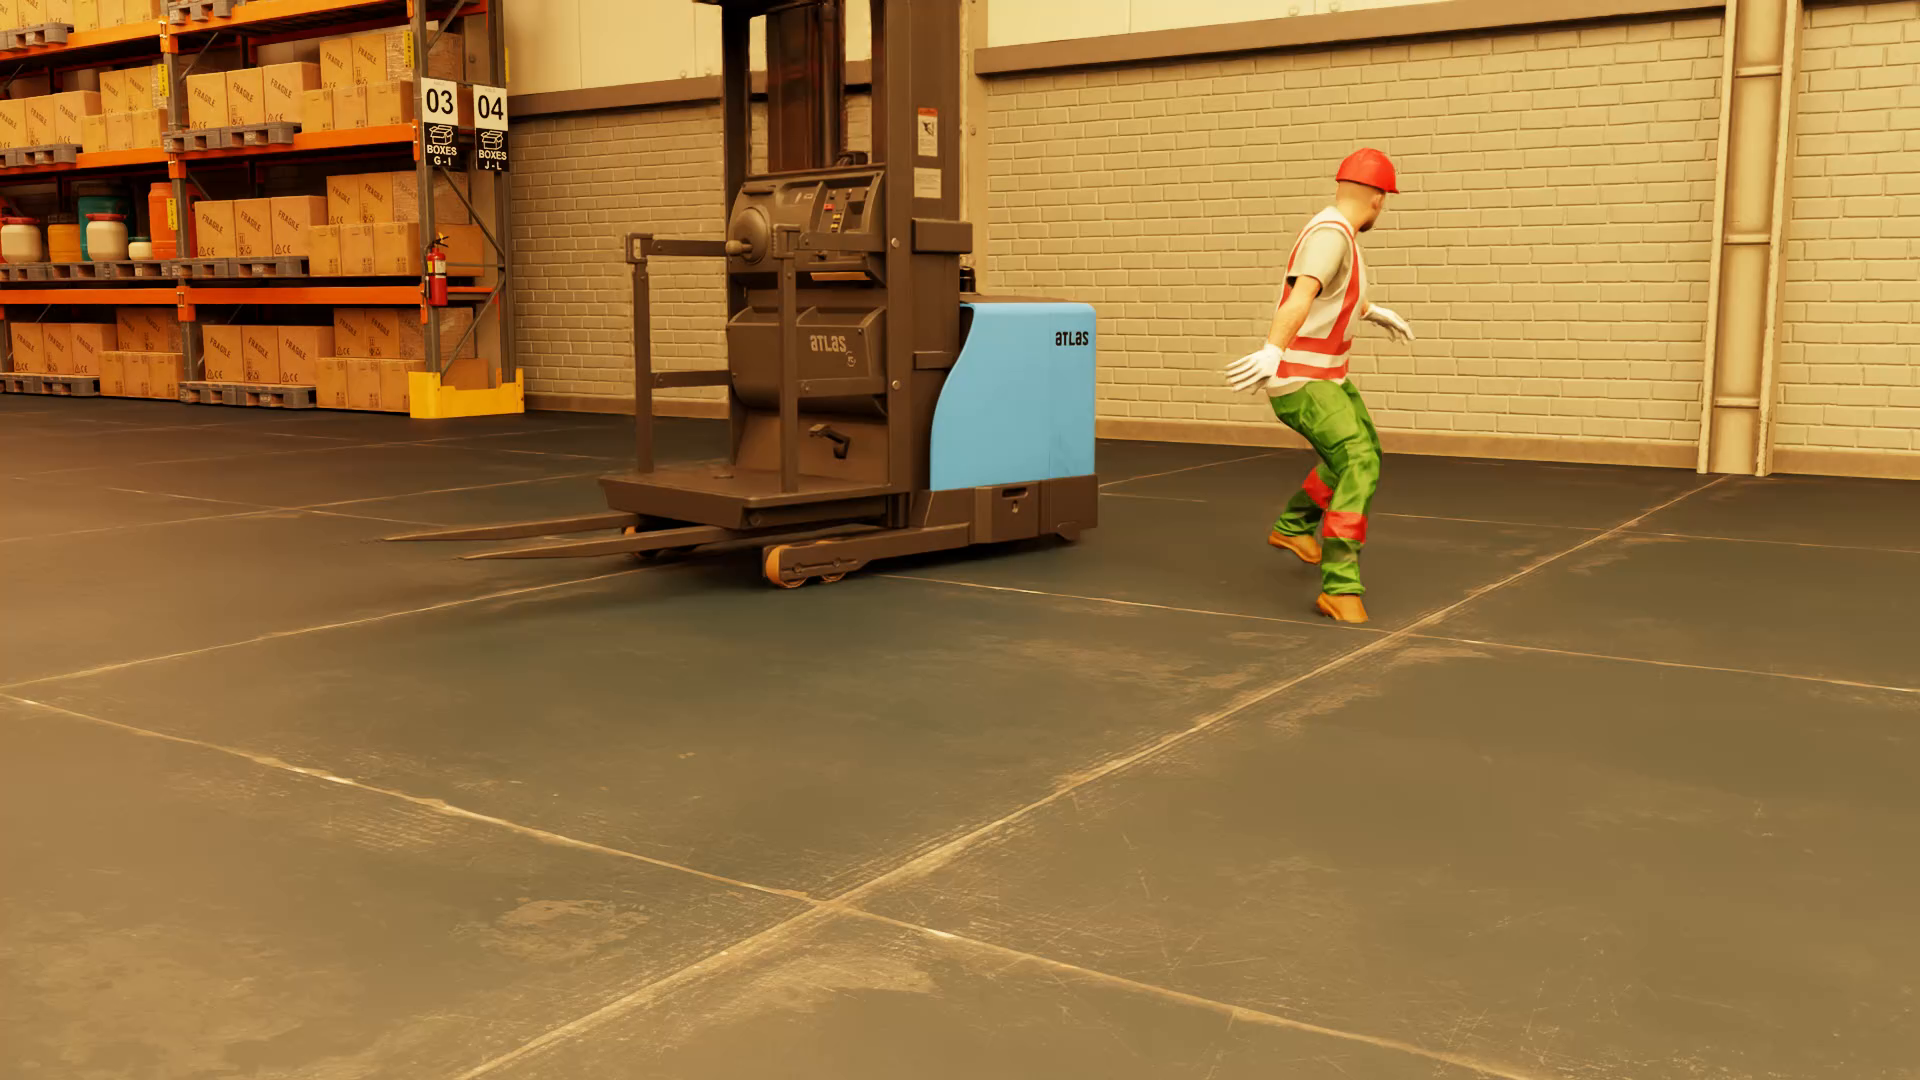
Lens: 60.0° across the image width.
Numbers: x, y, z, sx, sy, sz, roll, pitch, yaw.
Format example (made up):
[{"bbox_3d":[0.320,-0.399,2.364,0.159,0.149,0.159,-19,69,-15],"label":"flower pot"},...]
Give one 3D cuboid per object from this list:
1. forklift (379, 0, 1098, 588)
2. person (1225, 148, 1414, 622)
[{"bbox_3d":[-0.793,-1.349,6.683,3.031,2.935,1.130,-8,11,-43],"label":"forklift"},{"bbox_3d":[1.331,-0.545,6.030,0.561,1.715,1.168,3,9,20],"label":"person"}]
